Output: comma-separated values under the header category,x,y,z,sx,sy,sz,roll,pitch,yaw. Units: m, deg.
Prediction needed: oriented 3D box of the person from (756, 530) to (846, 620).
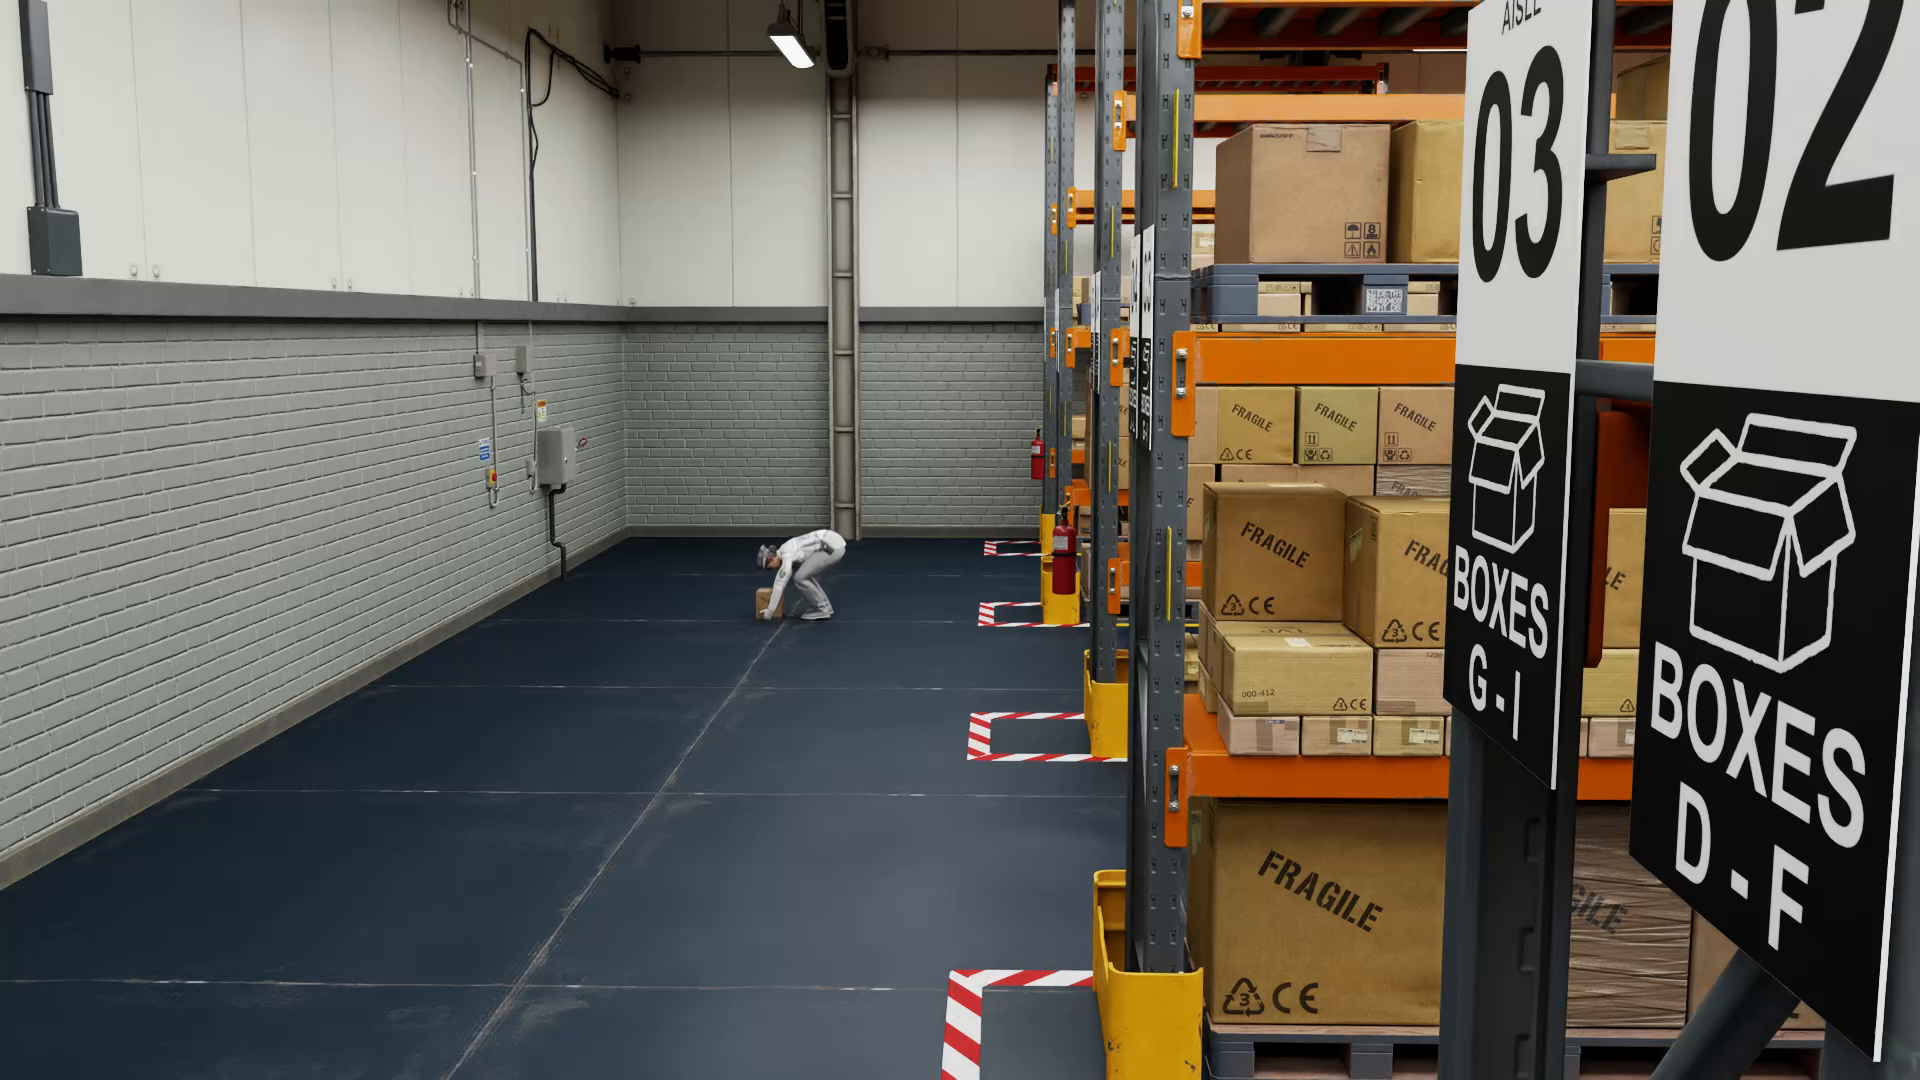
category,x,y,z,sx,sy,sz,roll,pitch,yaw
person,-1.556,0.338,16.295,0.883,0.862,0.466,0,7,-1
